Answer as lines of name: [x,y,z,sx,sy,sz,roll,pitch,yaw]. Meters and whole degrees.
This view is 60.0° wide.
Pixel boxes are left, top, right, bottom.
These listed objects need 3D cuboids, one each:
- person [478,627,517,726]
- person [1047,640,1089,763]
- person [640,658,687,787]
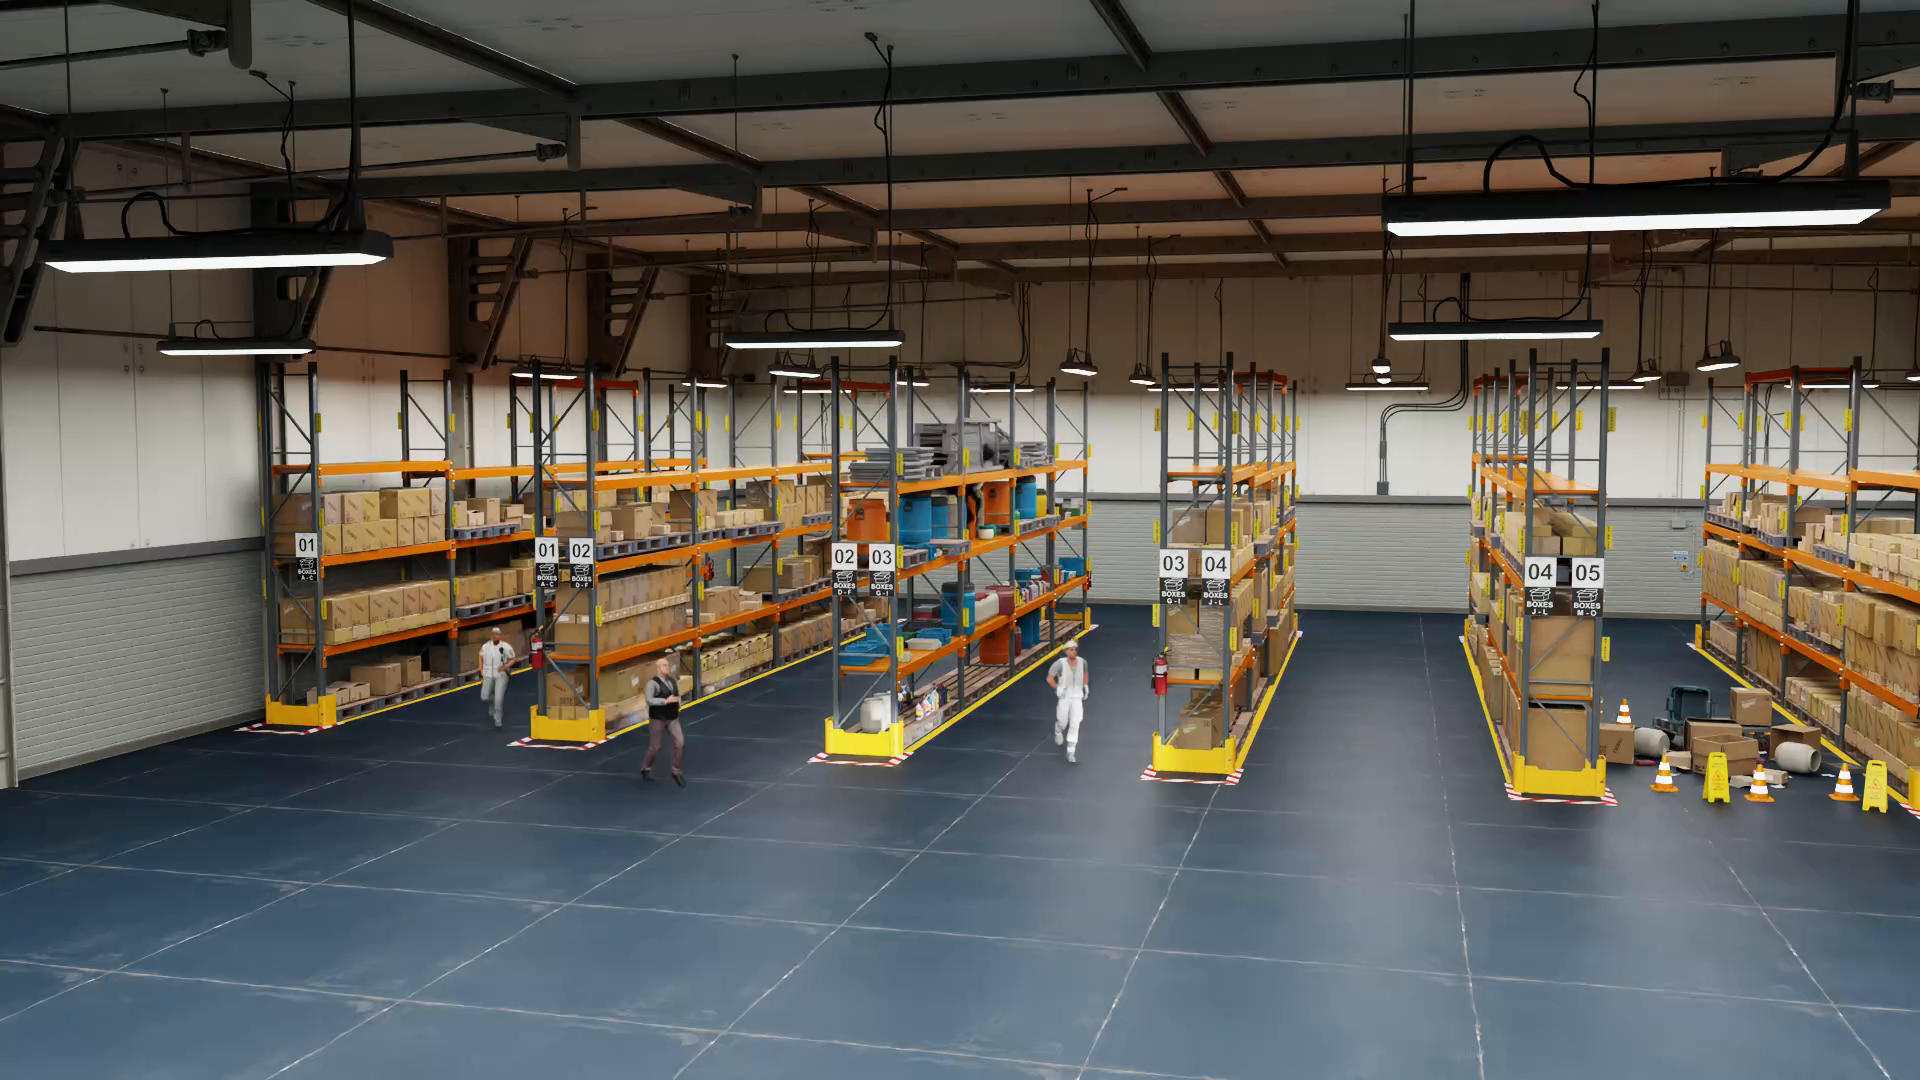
person: [-7.686,2.259,27.558,0.657,1.626,0.530,0,4,1]
person: [1.628,2.372,24.908,0.683,1.772,0.964,-1,4,-14]
person: [-4.118,2.525,22.980,0.786,1.787,0.657,3,5,40]
